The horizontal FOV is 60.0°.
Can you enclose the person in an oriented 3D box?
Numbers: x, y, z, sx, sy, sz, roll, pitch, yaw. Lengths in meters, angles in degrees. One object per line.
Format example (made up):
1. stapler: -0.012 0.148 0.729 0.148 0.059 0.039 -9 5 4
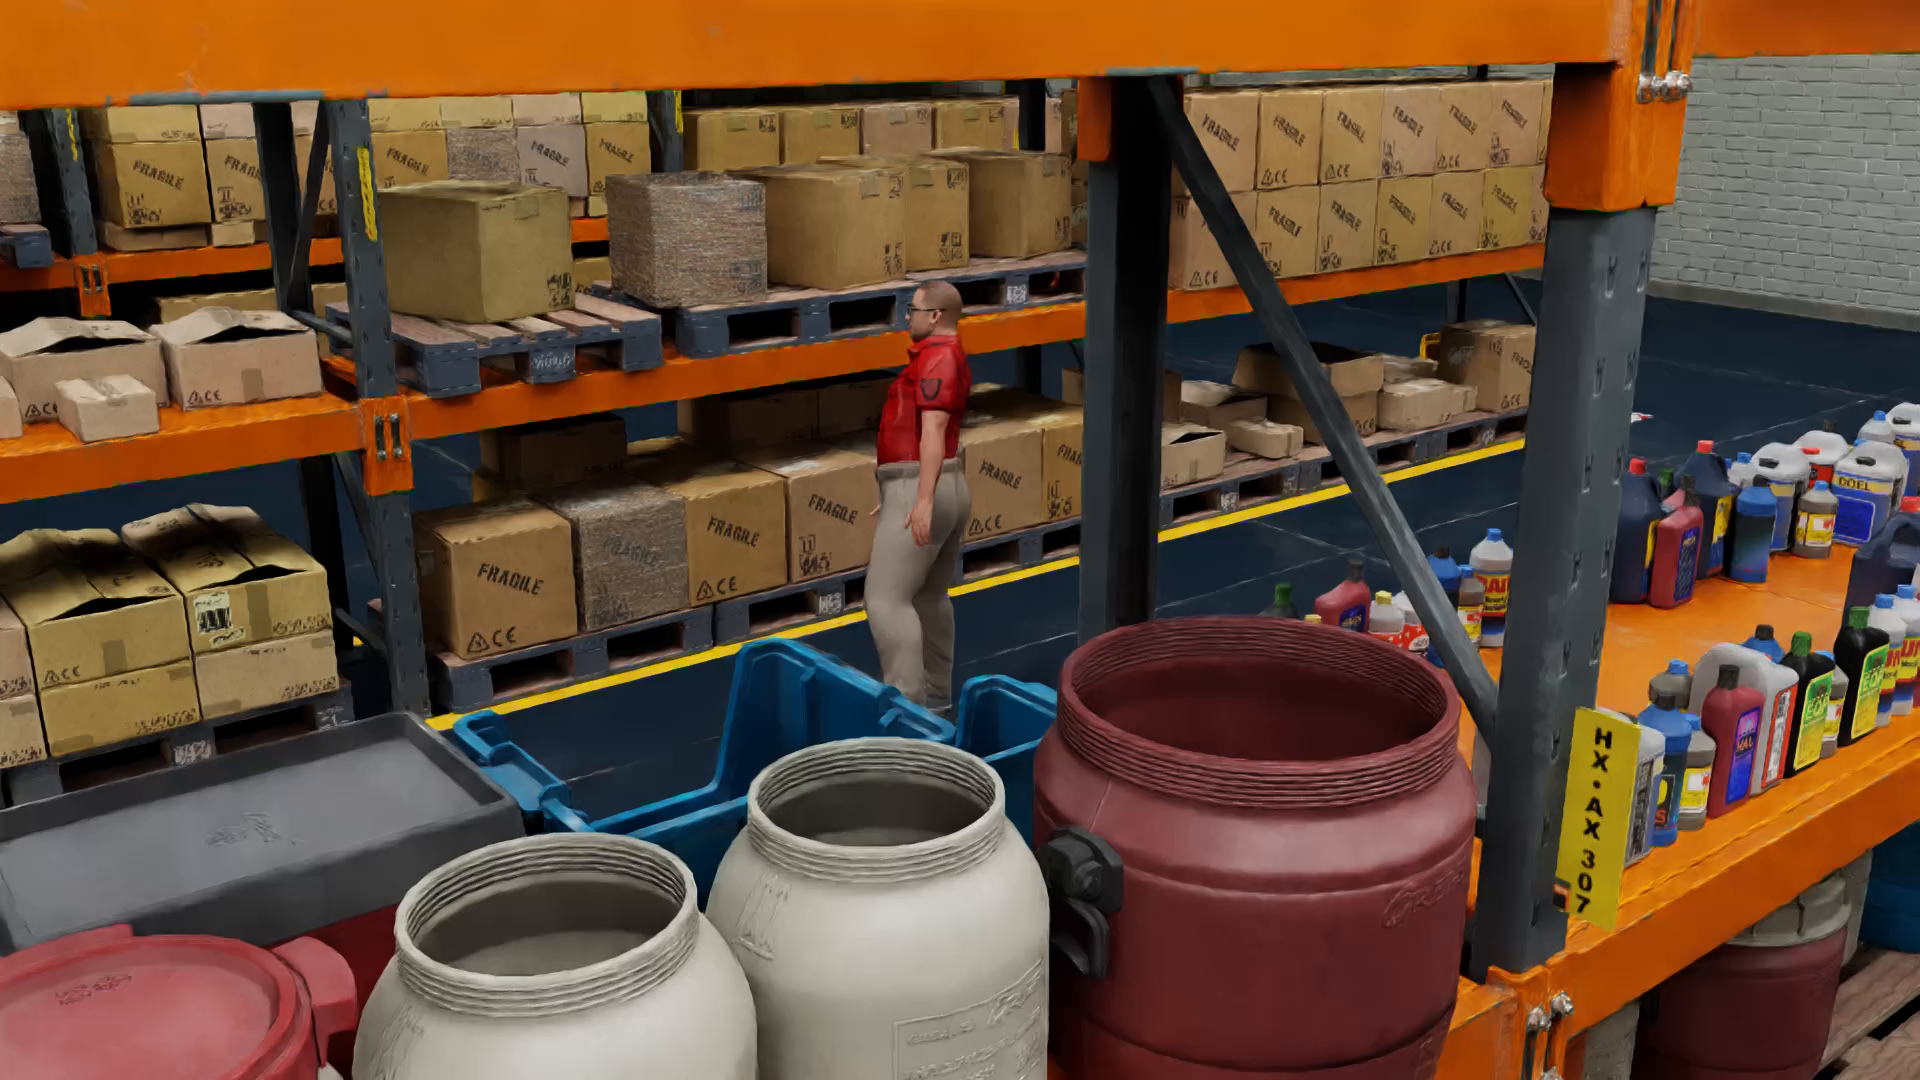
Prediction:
1. person: -0.201 -0.097 6.358 0.429 1.719 0.827 6 18 17
